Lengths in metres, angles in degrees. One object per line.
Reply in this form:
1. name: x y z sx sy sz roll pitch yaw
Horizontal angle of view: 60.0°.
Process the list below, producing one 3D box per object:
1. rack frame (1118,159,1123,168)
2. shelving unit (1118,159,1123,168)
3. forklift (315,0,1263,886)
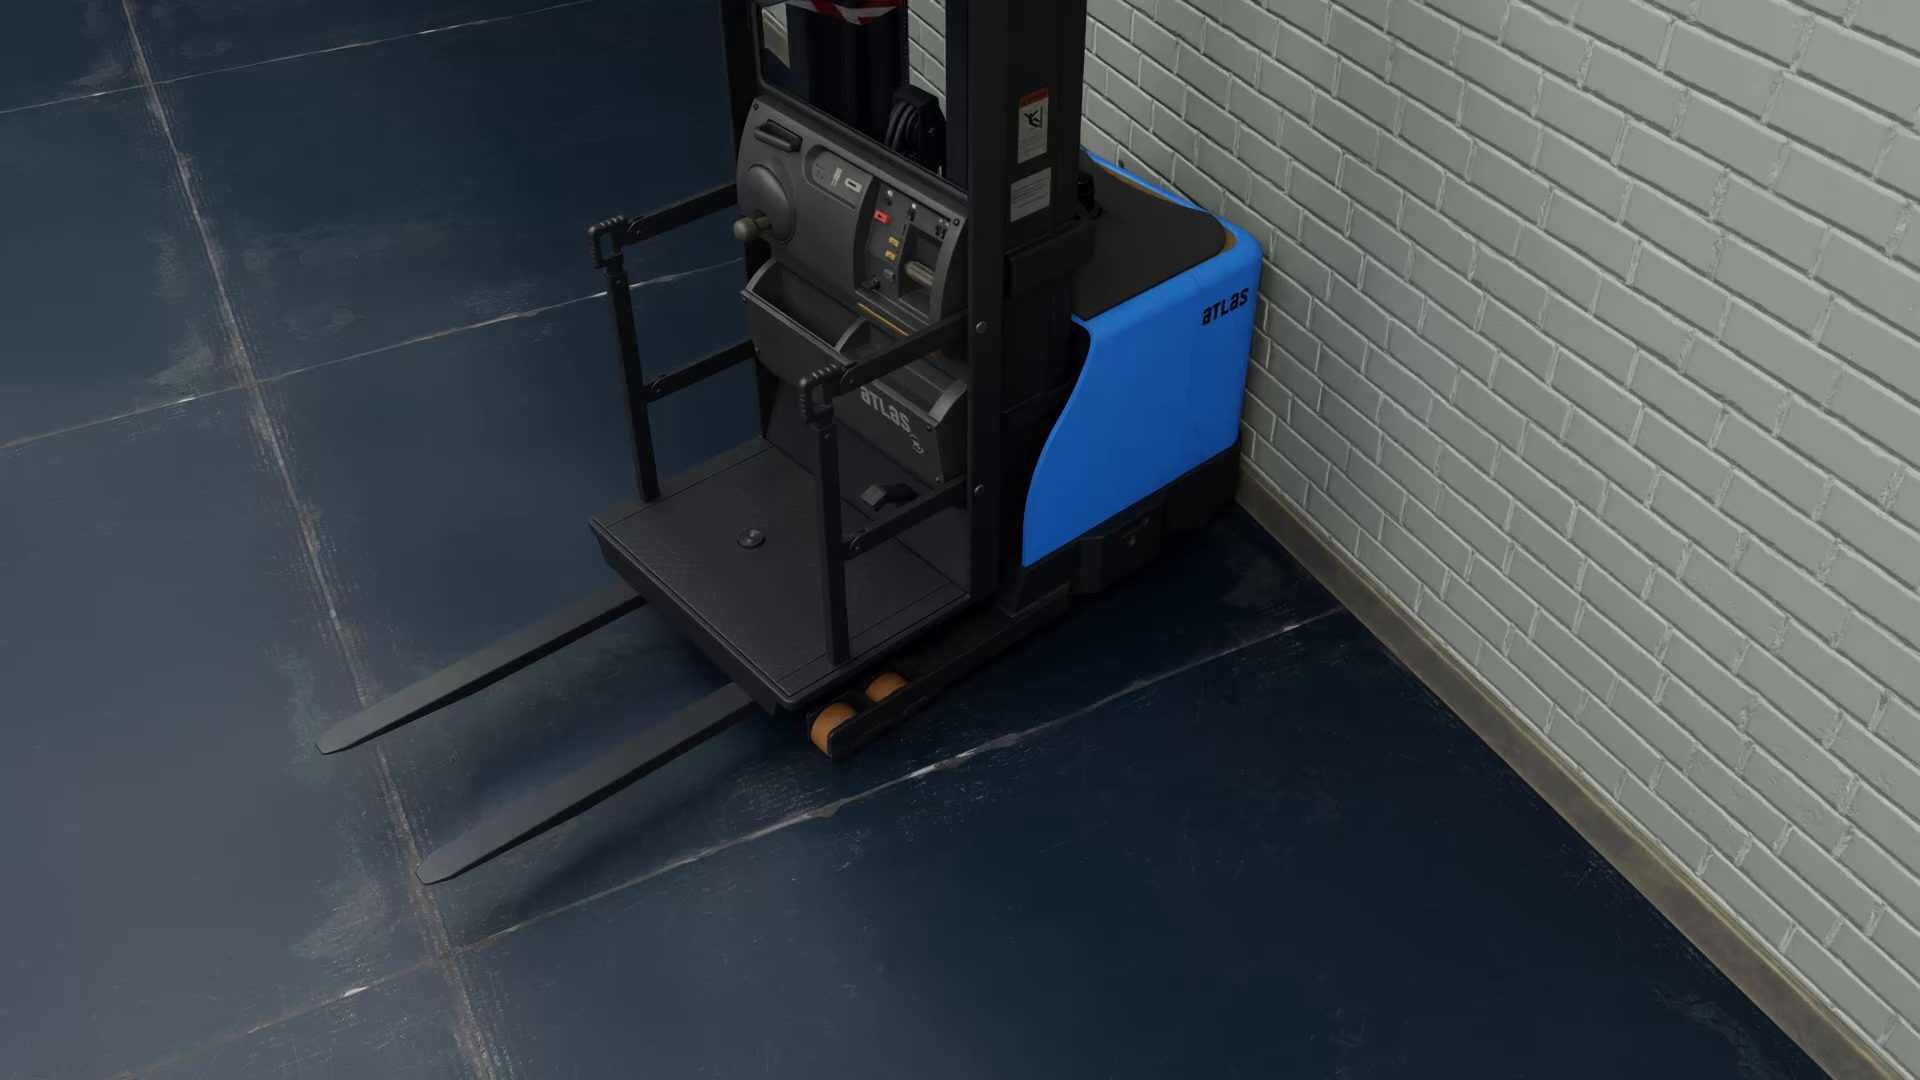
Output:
1. rack frame: 0.614 -0.952 6.178 0.006 0.900 0.240 -18 43 -24
2. shelving unit: 0.526 -0.922 6.136 0.210 0.900 0.258 -18 43 -24
3. forklift: -0.475 -0.852 4.488 3.031 2.935 1.130 -29 48 -30
